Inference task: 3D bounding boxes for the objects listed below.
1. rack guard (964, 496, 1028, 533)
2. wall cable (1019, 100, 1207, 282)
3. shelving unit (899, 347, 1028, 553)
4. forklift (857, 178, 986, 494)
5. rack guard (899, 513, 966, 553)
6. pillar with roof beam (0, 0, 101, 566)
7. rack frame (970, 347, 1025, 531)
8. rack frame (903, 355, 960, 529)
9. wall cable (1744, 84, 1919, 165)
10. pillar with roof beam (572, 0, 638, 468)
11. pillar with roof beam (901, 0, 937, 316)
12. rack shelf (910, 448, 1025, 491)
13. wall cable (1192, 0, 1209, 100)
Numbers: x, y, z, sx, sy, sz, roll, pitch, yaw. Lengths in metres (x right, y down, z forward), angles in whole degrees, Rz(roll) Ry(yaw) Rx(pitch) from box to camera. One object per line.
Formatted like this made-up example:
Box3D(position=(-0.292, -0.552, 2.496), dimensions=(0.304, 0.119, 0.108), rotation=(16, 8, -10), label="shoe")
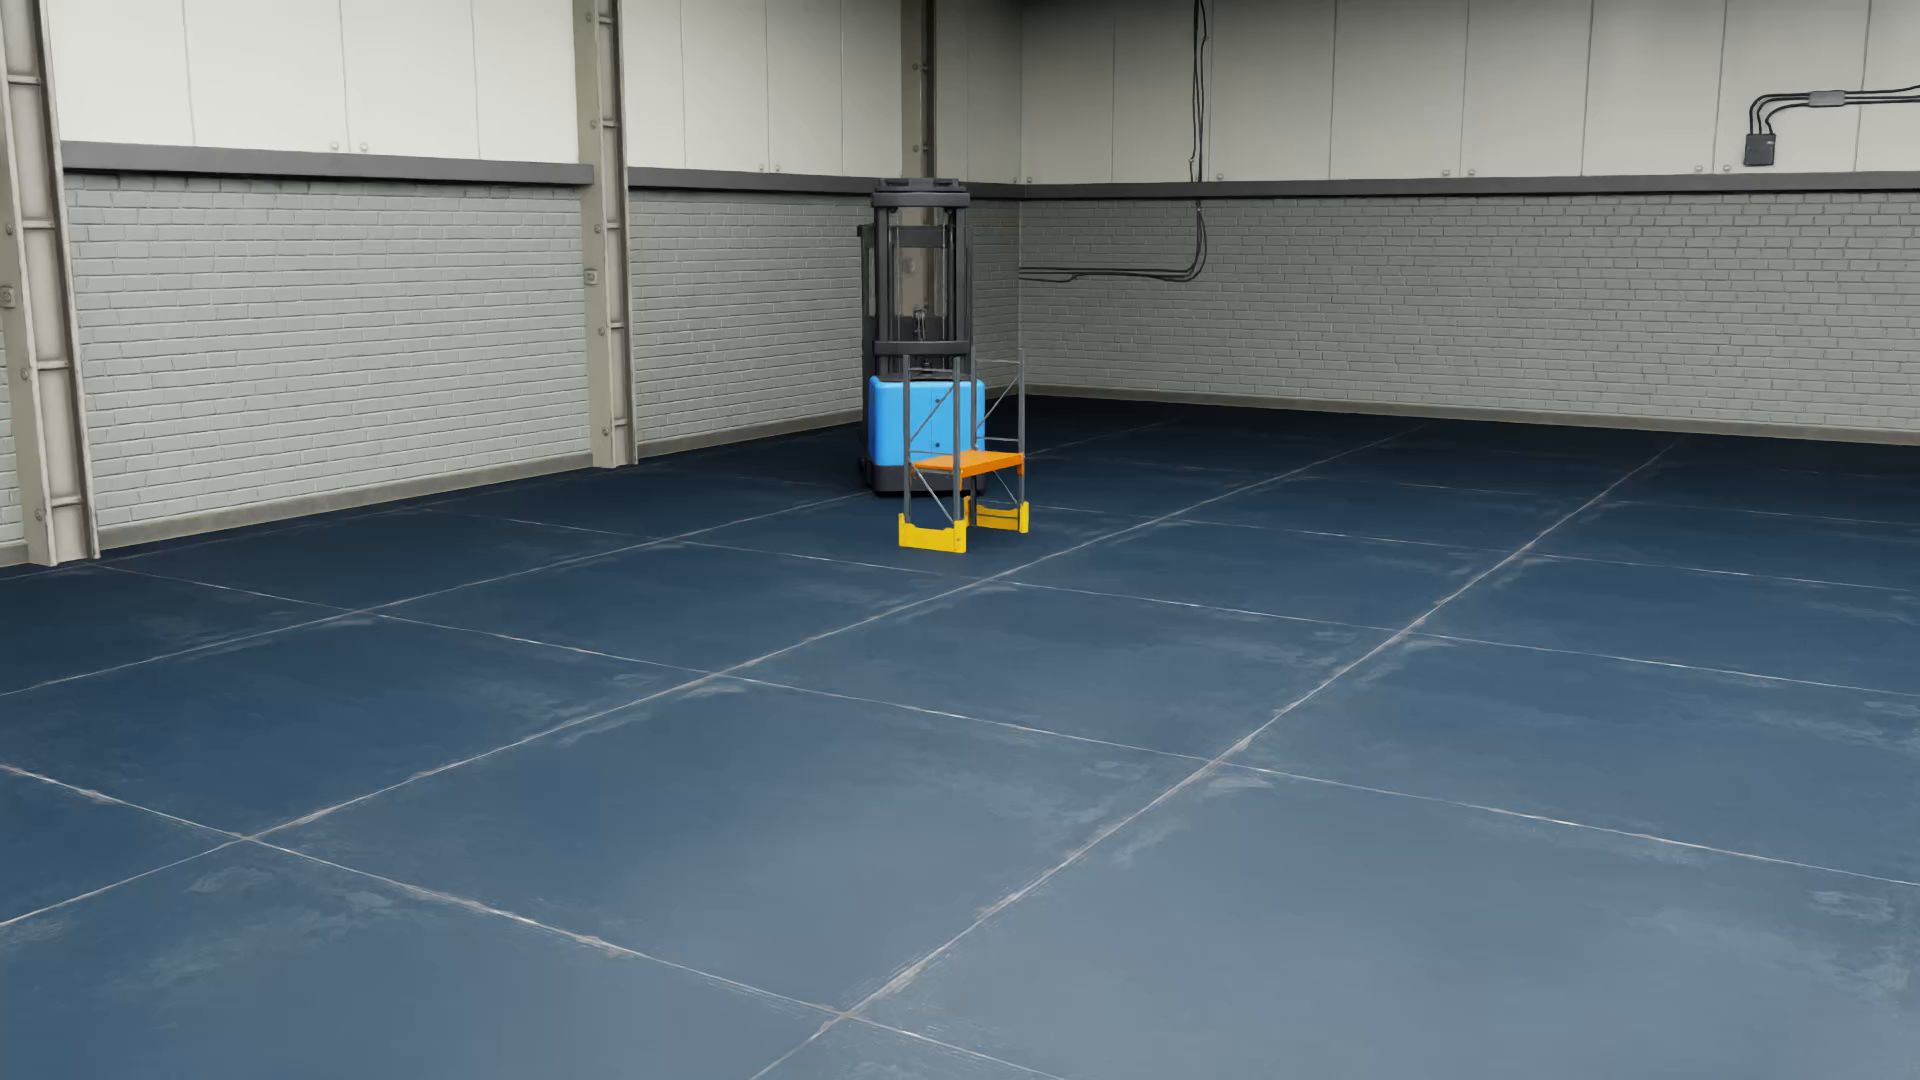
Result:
Box3D(position=(0.298, -0.213, 13.828), dimensions=(0.587, 0.250, 0.087), rotation=(6, 12, 31), label="rack guard")
Box3D(position=(2.120, -4.971, 23.906), dimensions=(3.097, 2.526, 0.112), rotation=(6, 12, 31), label="wall cable")
Box3D(position=(0.040, -0.749, 13.295), dimensions=(0.587, 1.500, 1.083), rotation=(6, 12, 31), label="shelving unit")
Box3D(position=(-0.451, -2.104, 16.640), dimensions=(1.130, 2.935, 3.031), rotation=(-1, 11, -7), label="forklift")
Box3D(position=(-0.219, -0.057, 12.991), dimensions=(0.587, 0.250, 0.087), rotation=(6, 12, 31), label="rack guard")
Box3D(position=(-3.091, -3.862, 9.543), dimensions=(9.100, 9.000, 0.400), rotation=(6, 12, 31), label="pillar with roof beam")
Box3D(position=(0.308, -0.831, 13.729), dimensions=(0.500, 1.500, 0.032), rotation=(6, 12, 31), label="rack frame")
Box3D(position=(-0.220, -0.671, 12.875), dimensions=(0.500, 1.500, 0.032), rotation=(6, 12, 31), label="rack frame")
Box3D(position=(10.225, -7.260, 18.449), dimensions=(2.305, 6.003, 0.169), rotation=(6, 12, 31), label="wall cable")
Box3D(position=(0.024, -4.806, 14.583), dimensions=(9.100, 9.000, 0.400), rotation=(6, 12, 31), label="pillar with roof beam")
Box3D(position=(3.139, -5.749, 19.623), dimensions=(9.100, 9.000, 0.400), rotation=(6, 12, 31), label="pillar with roof beam")
Box3D(position=(0.044, -0.574, 13.335), dimensions=(0.538, 0.185, 1.000), rotation=(6, 12, 31), label="rack shelf")
Box3D(position=(4.432, -7.195, 22.061), dimensions=(3.097, 2.526, 0.112), rotation=(6, 12, 31), label="wall cable")
